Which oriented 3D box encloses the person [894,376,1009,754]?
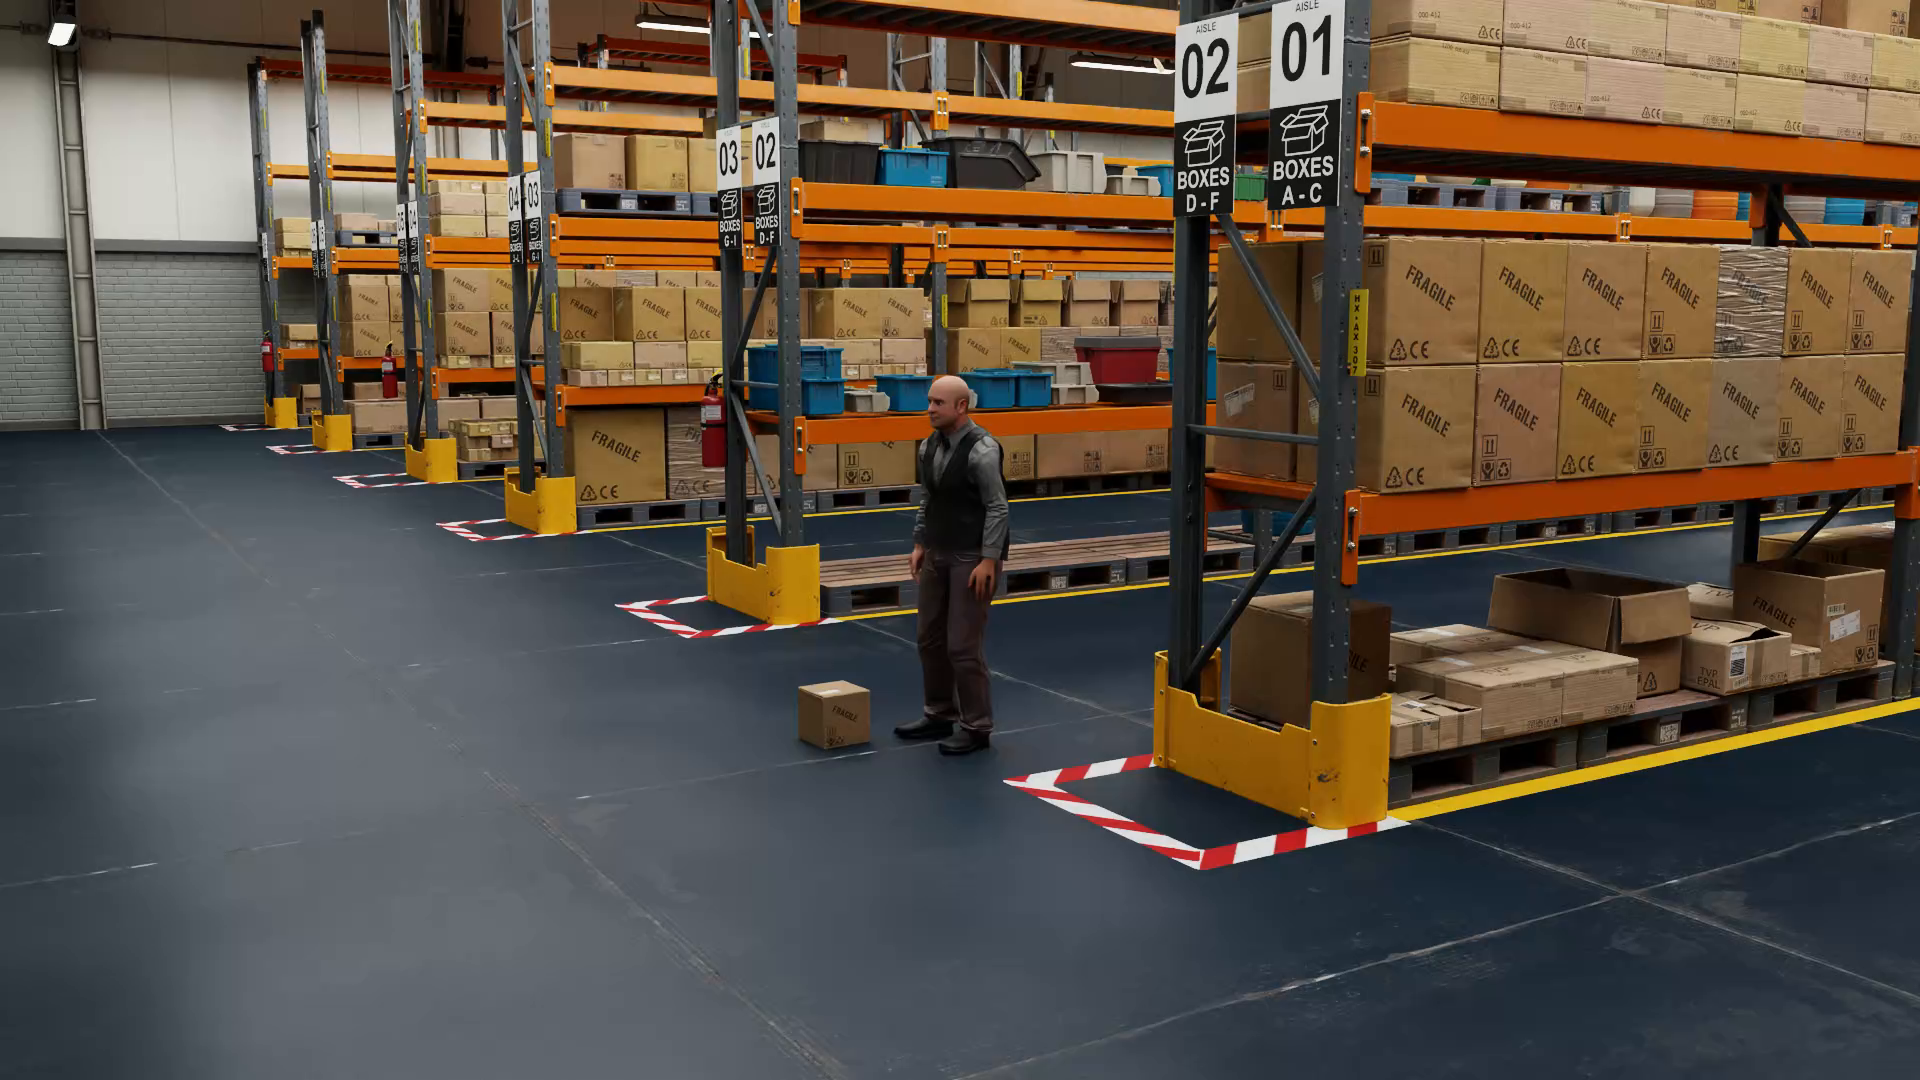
[{"bbox_3d":[-0.001,0.100,7.699,0.418,1.721,0.595,-6,10,-36],"label":"person"}]
